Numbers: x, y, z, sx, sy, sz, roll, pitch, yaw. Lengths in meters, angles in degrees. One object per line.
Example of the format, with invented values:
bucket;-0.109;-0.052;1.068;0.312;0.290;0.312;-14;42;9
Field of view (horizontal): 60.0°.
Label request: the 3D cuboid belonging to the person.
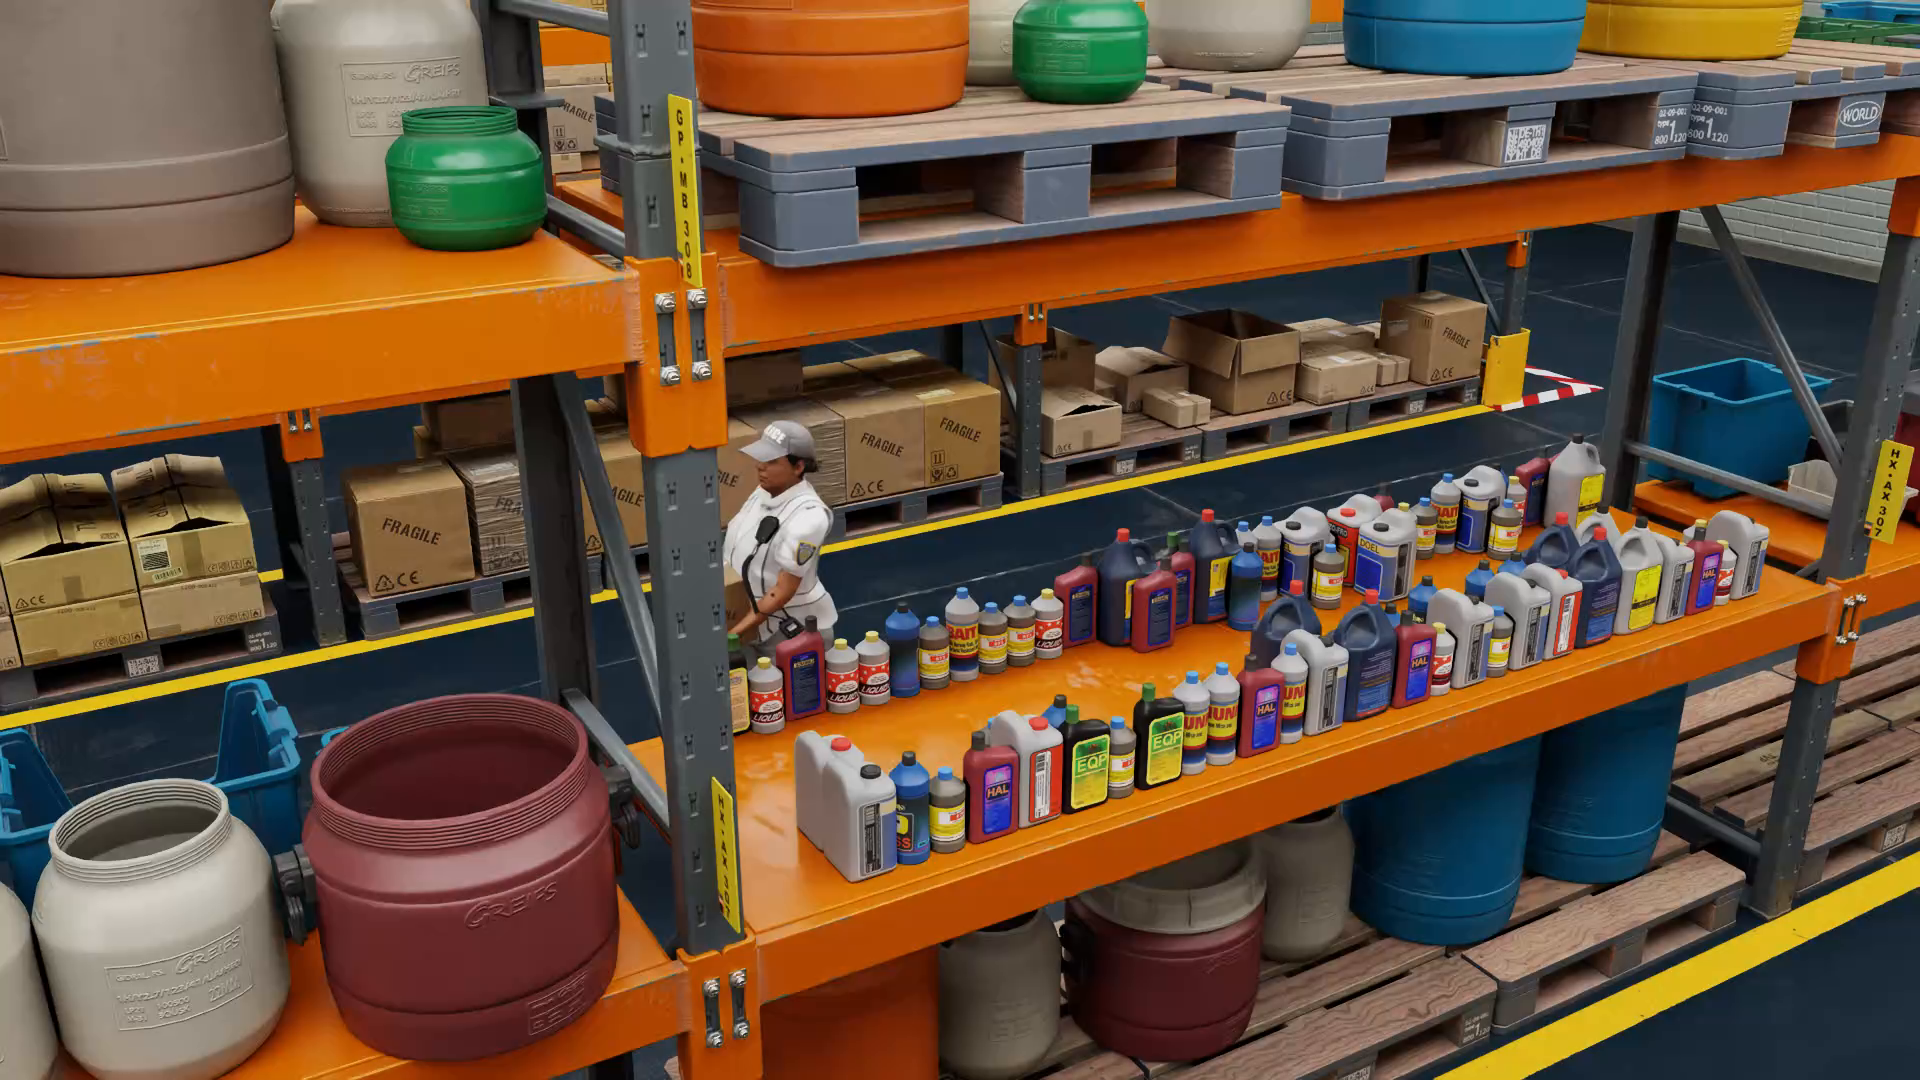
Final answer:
person;-0.739;0.362;6.200;0.541;1.656;0.455;-12;25;-27
